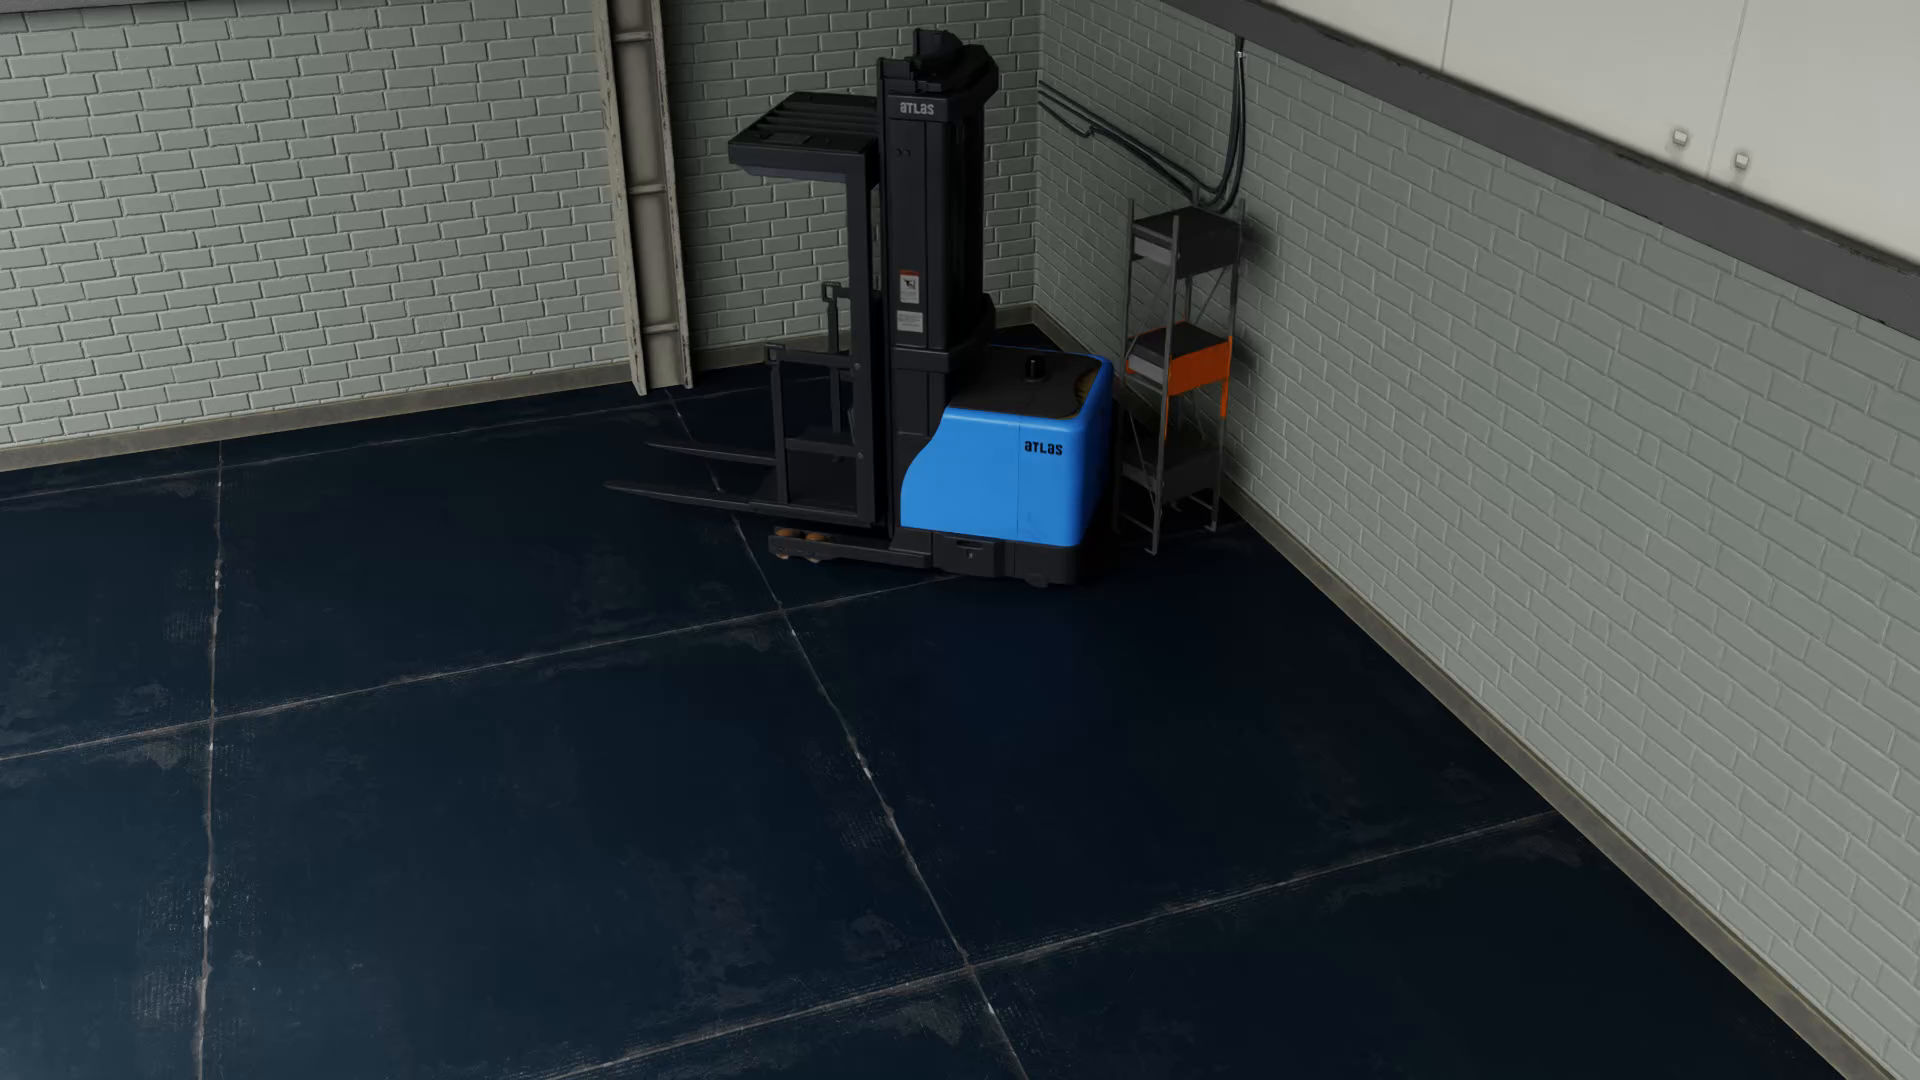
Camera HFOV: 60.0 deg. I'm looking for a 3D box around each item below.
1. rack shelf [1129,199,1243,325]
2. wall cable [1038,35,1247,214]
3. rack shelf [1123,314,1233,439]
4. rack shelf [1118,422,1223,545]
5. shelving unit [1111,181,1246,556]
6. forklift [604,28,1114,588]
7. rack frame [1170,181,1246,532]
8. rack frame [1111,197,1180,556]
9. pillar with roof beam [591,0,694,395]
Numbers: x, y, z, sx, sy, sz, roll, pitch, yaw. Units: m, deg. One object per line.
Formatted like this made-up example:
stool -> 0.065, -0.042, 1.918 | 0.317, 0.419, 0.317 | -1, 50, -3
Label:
rack shelf -> 1.251, -1.565, 9.341 | 0.480, 0.518, 0.431 | -20, 35, -31
wall cable -> 1.057, -3.596, 10.459 | 0.112, 2.526, 3.097 | -10, 31, -18
rack shelf -> 1.251, -0.957, 9.687 | 0.480, 0.518, 0.431 | -20, 35, -31
rack shelf -> 1.251, -0.349, 10.034 | 0.480, 0.518, 0.431 | -20, 35, -31
shelving unit -> 1.251, -0.969, 9.680 | 0.503, 2.100, 0.431 | -20, 35, -31
forklift -> -0.650, -1.387, 9.574 | 3.031, 2.935, 1.130 | 7, 31, 13
rack frame -> 1.447, -1.040, 9.806 | 0.015, 2.100, 0.400 | -20, 35, -31
rack frame -> 1.054, -0.898, 9.555 | 0.015, 2.100, 0.400 | -20, 35, -31
pillar with roof beam -> -0.664, -3.053, 6.369 | 0.400, 9.000, 9.100 | -10, 31, -18
